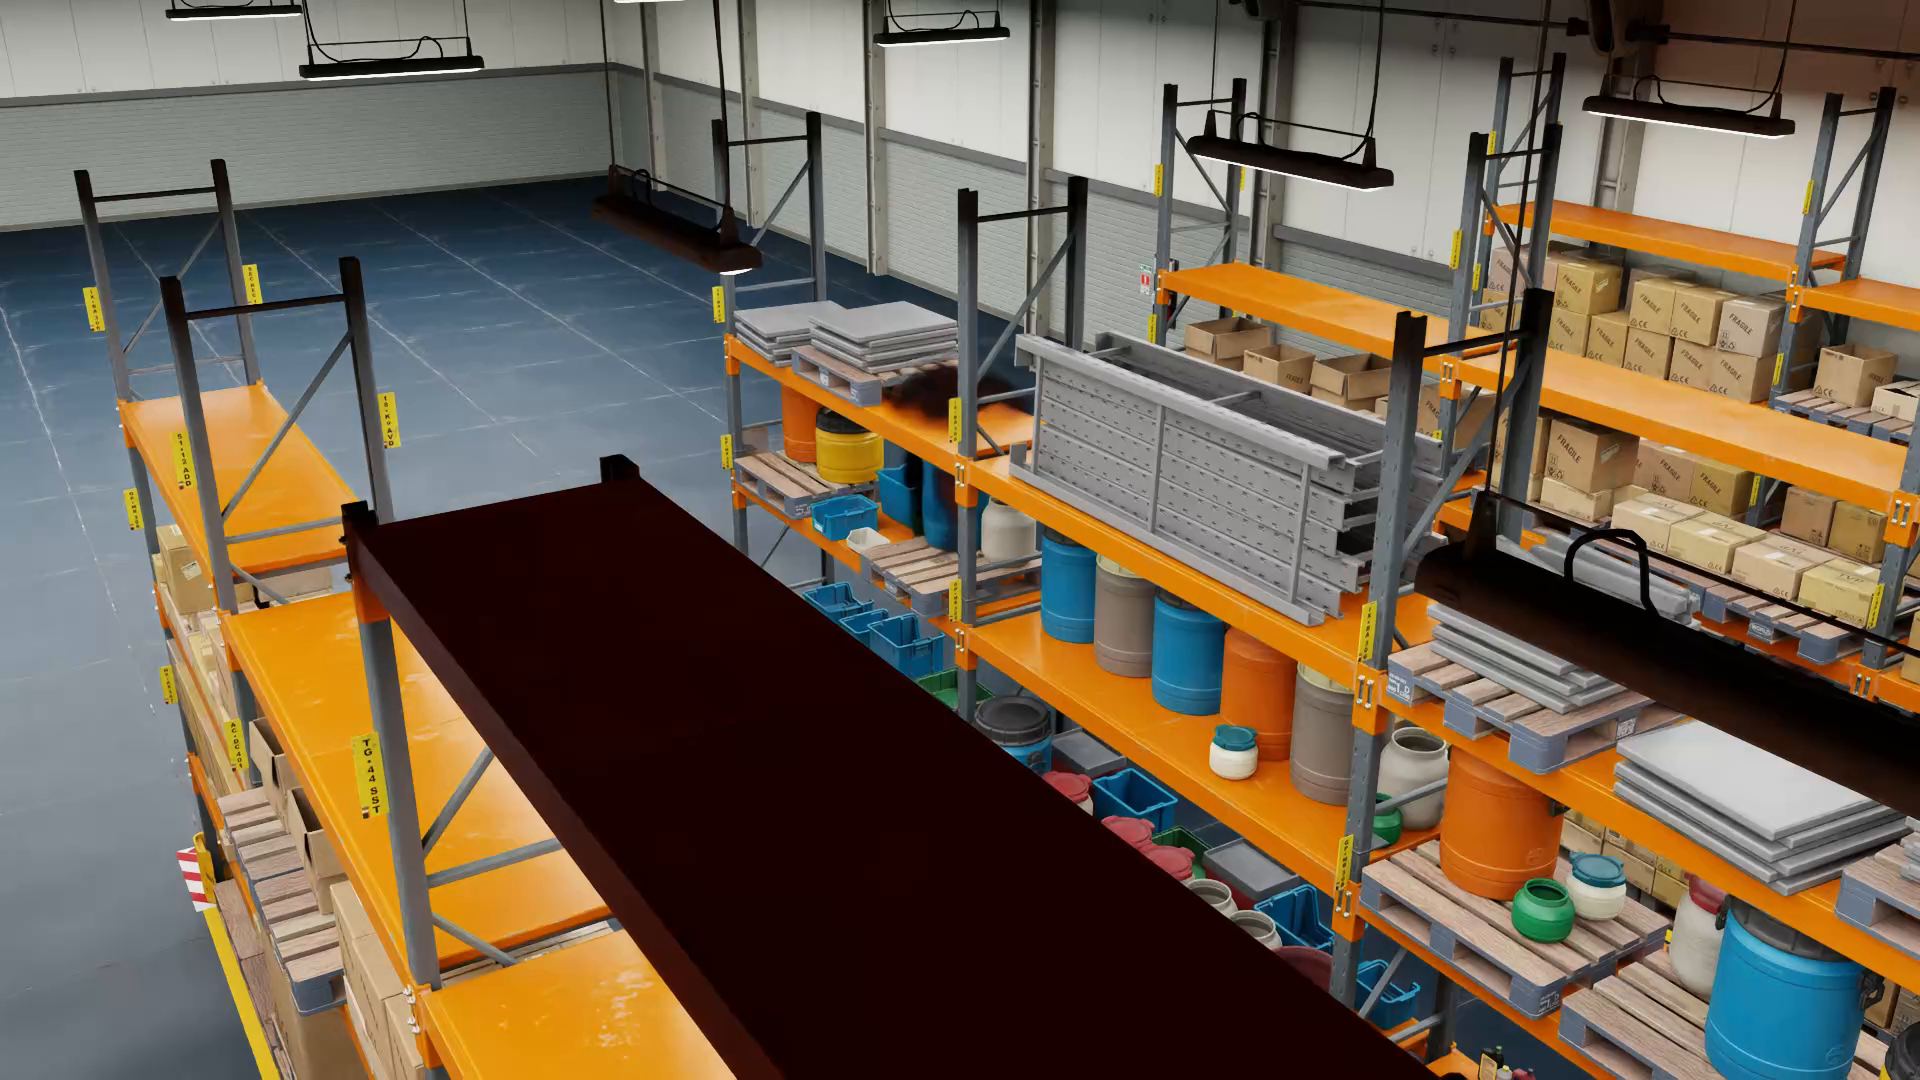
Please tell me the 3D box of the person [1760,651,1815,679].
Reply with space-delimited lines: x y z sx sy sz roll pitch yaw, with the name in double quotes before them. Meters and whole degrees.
"person" 7.961 1.185 16.037 0.550 1.738 1.024 -19 29 -39
